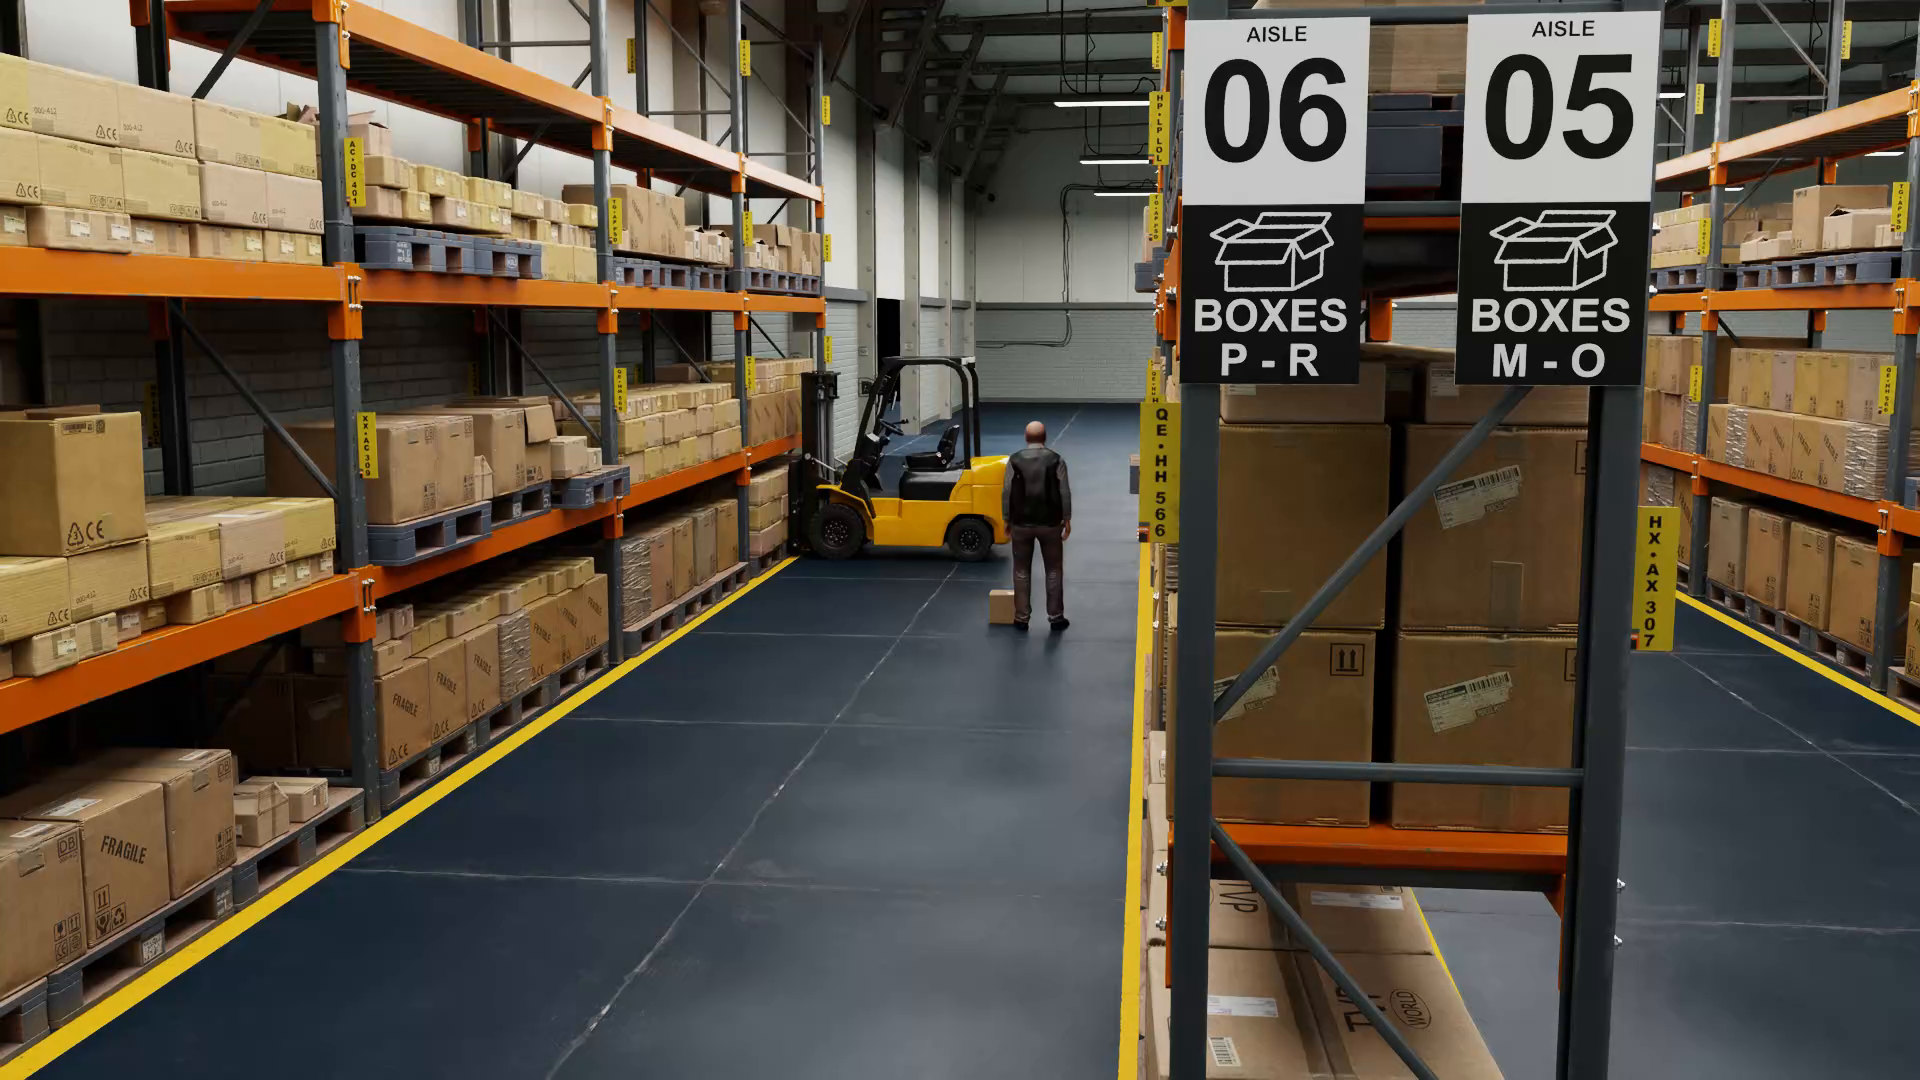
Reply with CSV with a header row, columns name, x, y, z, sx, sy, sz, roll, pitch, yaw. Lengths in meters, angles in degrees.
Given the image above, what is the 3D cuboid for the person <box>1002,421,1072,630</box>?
name,x,y,z,sx,sy,sz,roll,pitch,yaw
person,0.635,-0.120,13.788,0.580,1.721,0.417,1,8,7
